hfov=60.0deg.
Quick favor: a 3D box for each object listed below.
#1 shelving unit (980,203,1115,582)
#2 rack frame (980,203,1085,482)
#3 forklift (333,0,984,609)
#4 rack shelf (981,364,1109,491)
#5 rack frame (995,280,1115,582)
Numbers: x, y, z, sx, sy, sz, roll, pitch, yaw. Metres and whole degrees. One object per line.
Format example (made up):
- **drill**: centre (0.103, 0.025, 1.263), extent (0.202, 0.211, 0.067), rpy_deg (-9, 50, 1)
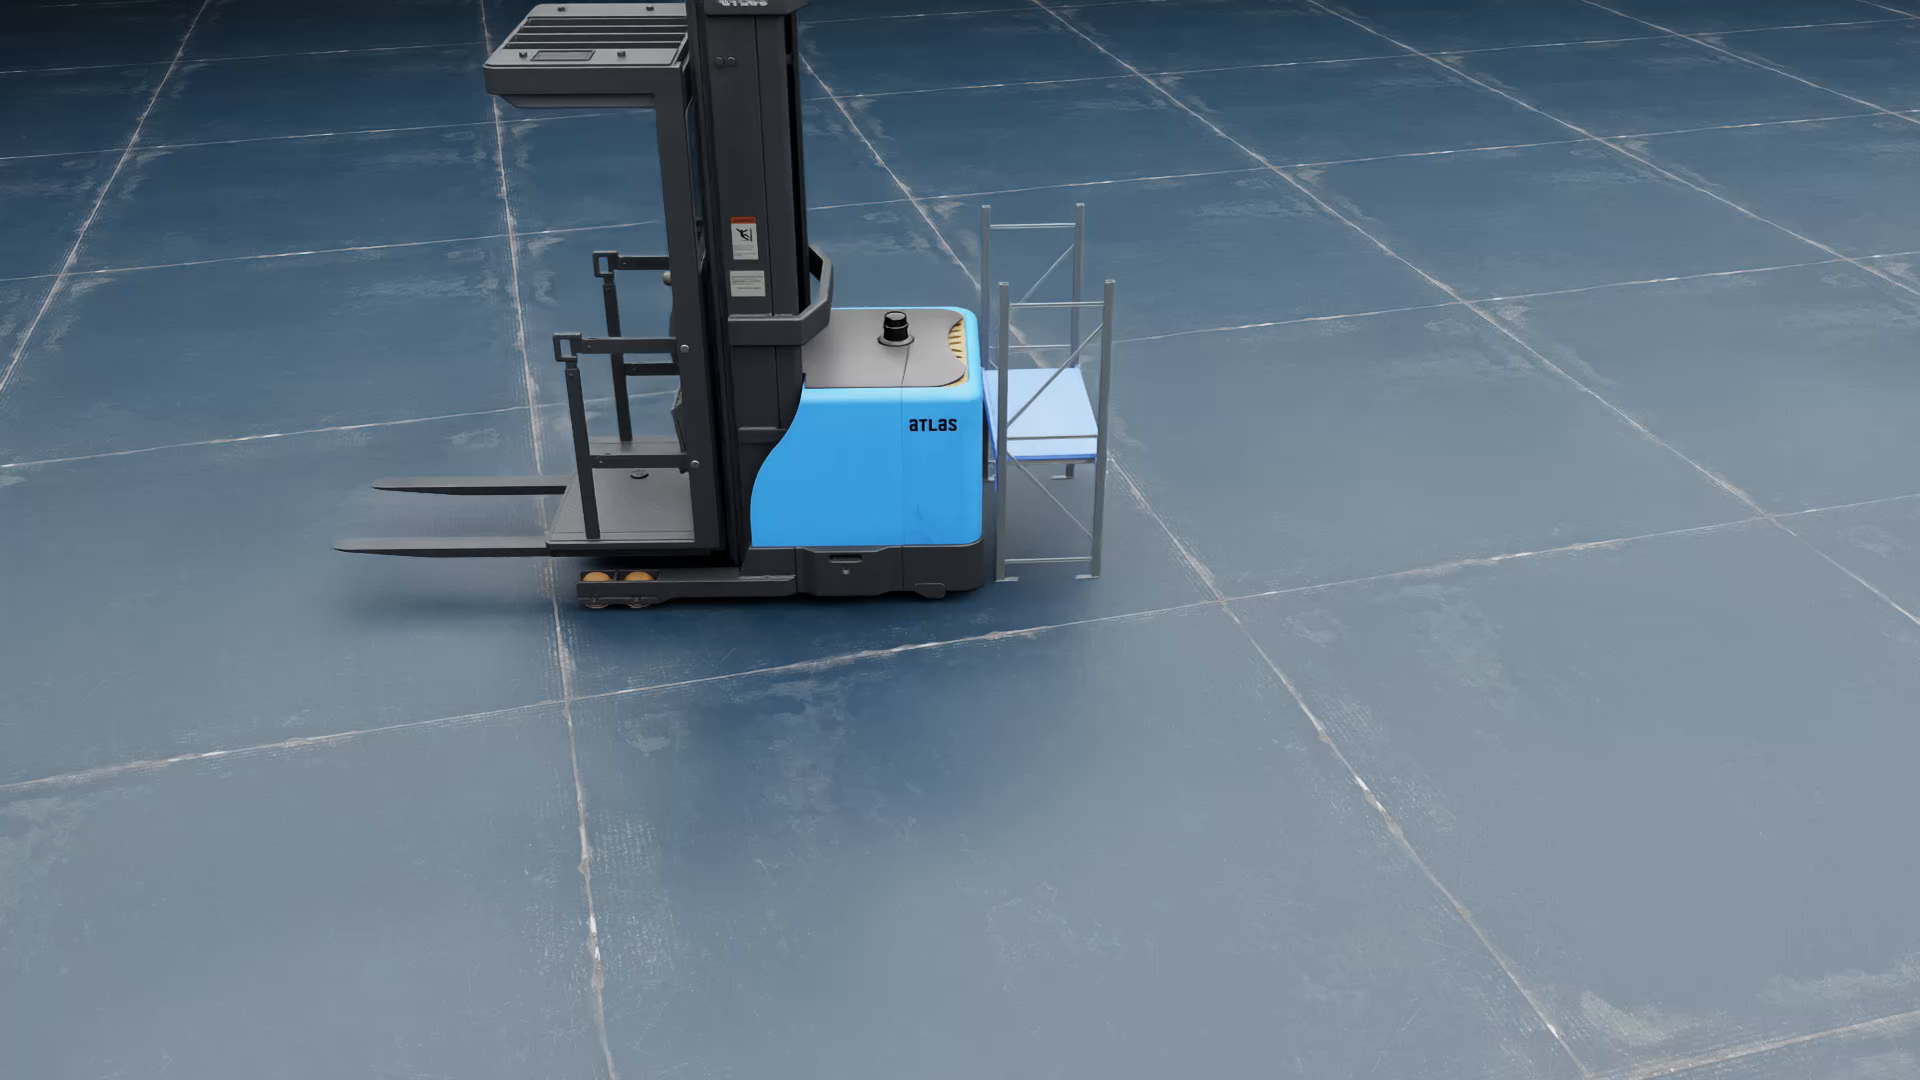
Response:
- **shelving unit**: centre (0.386, -0.717, 7.992), extent (0.538, 1.500, 1.048), rpy_deg (-2, 30, -3)
- **rack frame**: centre (0.354, -0.971, 8.431), extent (0.500, 1.500, 0.032), rpy_deg (-2, 30, -3)
- **forklift**: centre (-1.411, -1.219, 7.431), extent (3.031, 2.935, 1.130), rpy_deg (-1, 30, -1)
- **rack shelf**: centre (0.386, -0.561, 8.082), extent (0.538, 0.185, 1.000), rpy_deg (-2, 30, -3)
- **rack frame**: centre (0.419, -0.463, 7.552), extent (0.500, 1.500, 0.032), rpy_deg (-2, 30, -3)
